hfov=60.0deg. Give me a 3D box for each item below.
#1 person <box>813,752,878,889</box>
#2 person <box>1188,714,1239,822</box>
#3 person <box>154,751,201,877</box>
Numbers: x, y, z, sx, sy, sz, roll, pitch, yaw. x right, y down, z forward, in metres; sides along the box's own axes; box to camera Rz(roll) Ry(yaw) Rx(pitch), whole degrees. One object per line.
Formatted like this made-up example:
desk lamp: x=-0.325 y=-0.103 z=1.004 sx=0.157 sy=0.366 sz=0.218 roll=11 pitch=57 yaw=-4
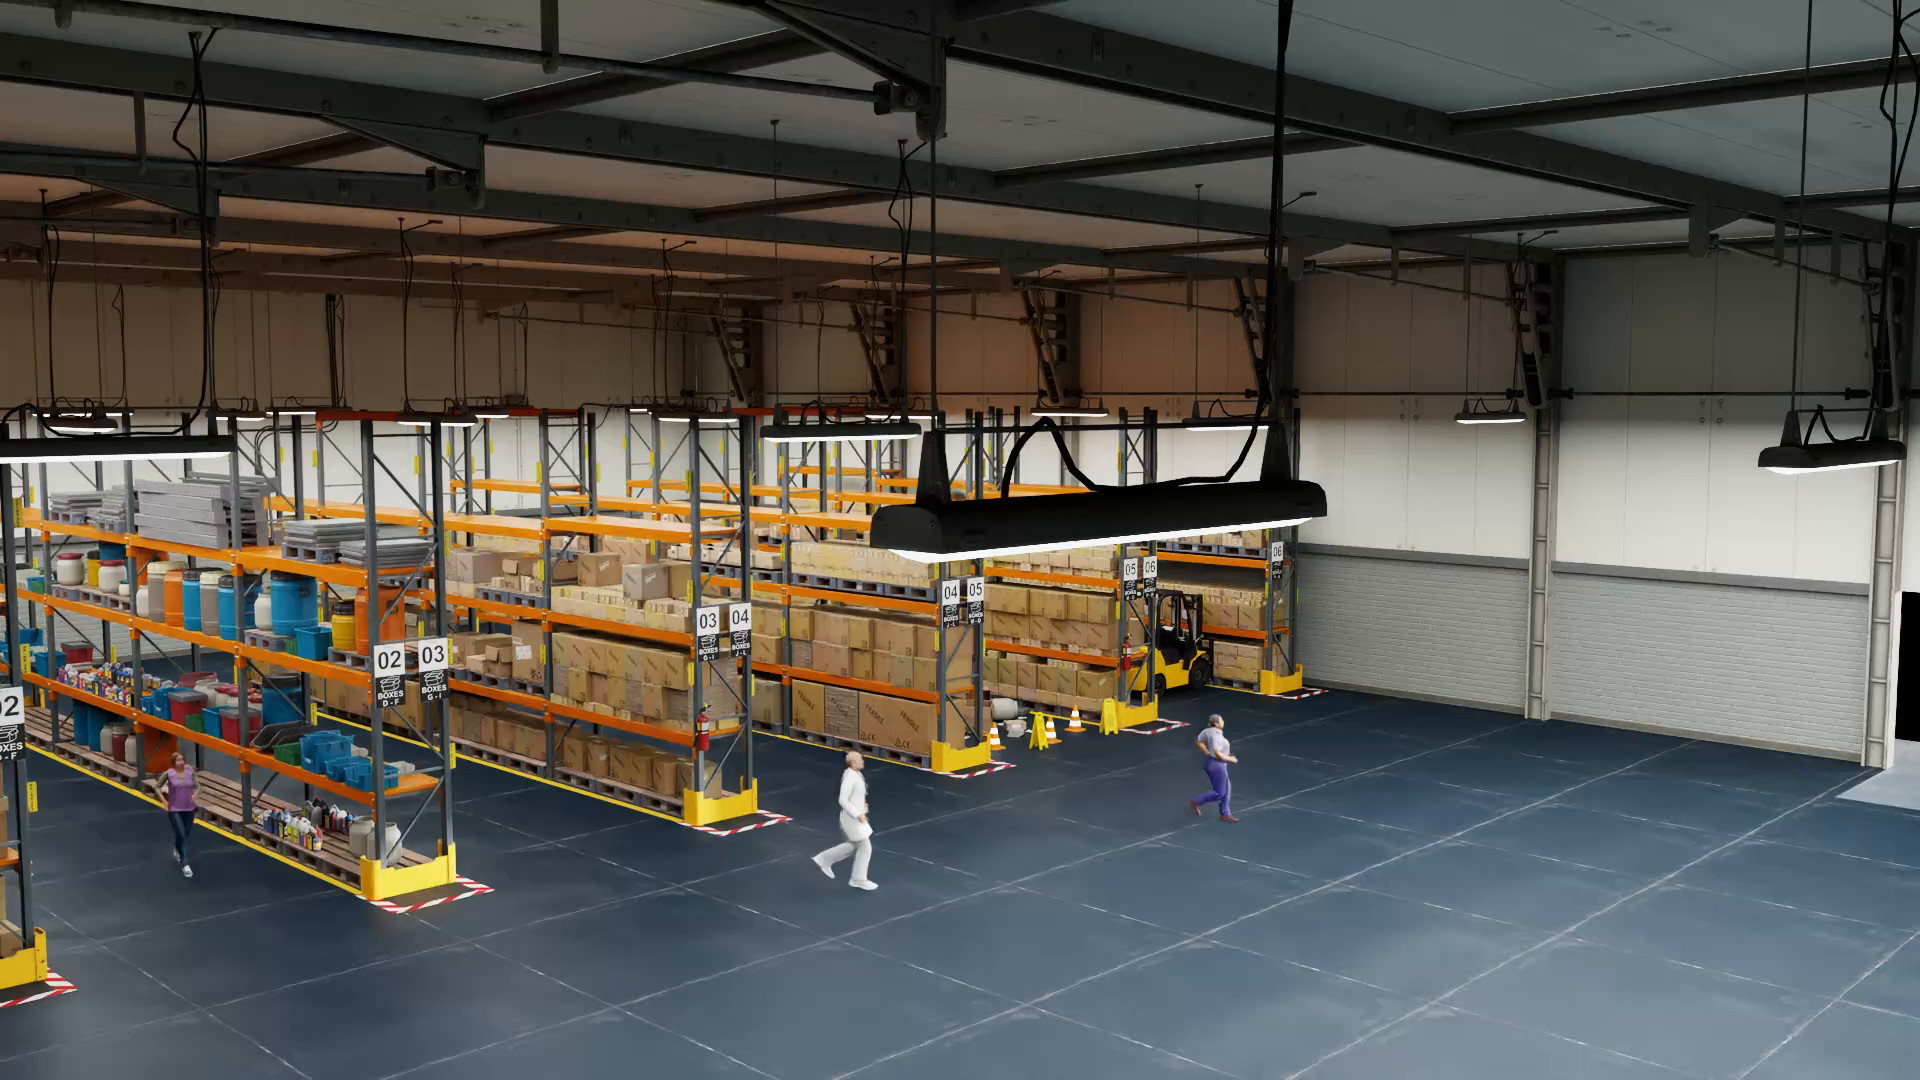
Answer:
person: x=-1.469 y=3.580 z=21.236 sx=0.827 sy=1.789 sz=0.674 roll=0 pitch=5 yaw=-5
person: x=3.729 y=3.376 z=24.497 sx=0.823 sy=1.633 sz=0.616 roll=-1 pitch=5 yaw=-8
person: x=-10.321 y=3.581 z=21.996 sx=0.541 sy=1.605 sz=0.805 roll=-5 pitch=7 yaw=-42
